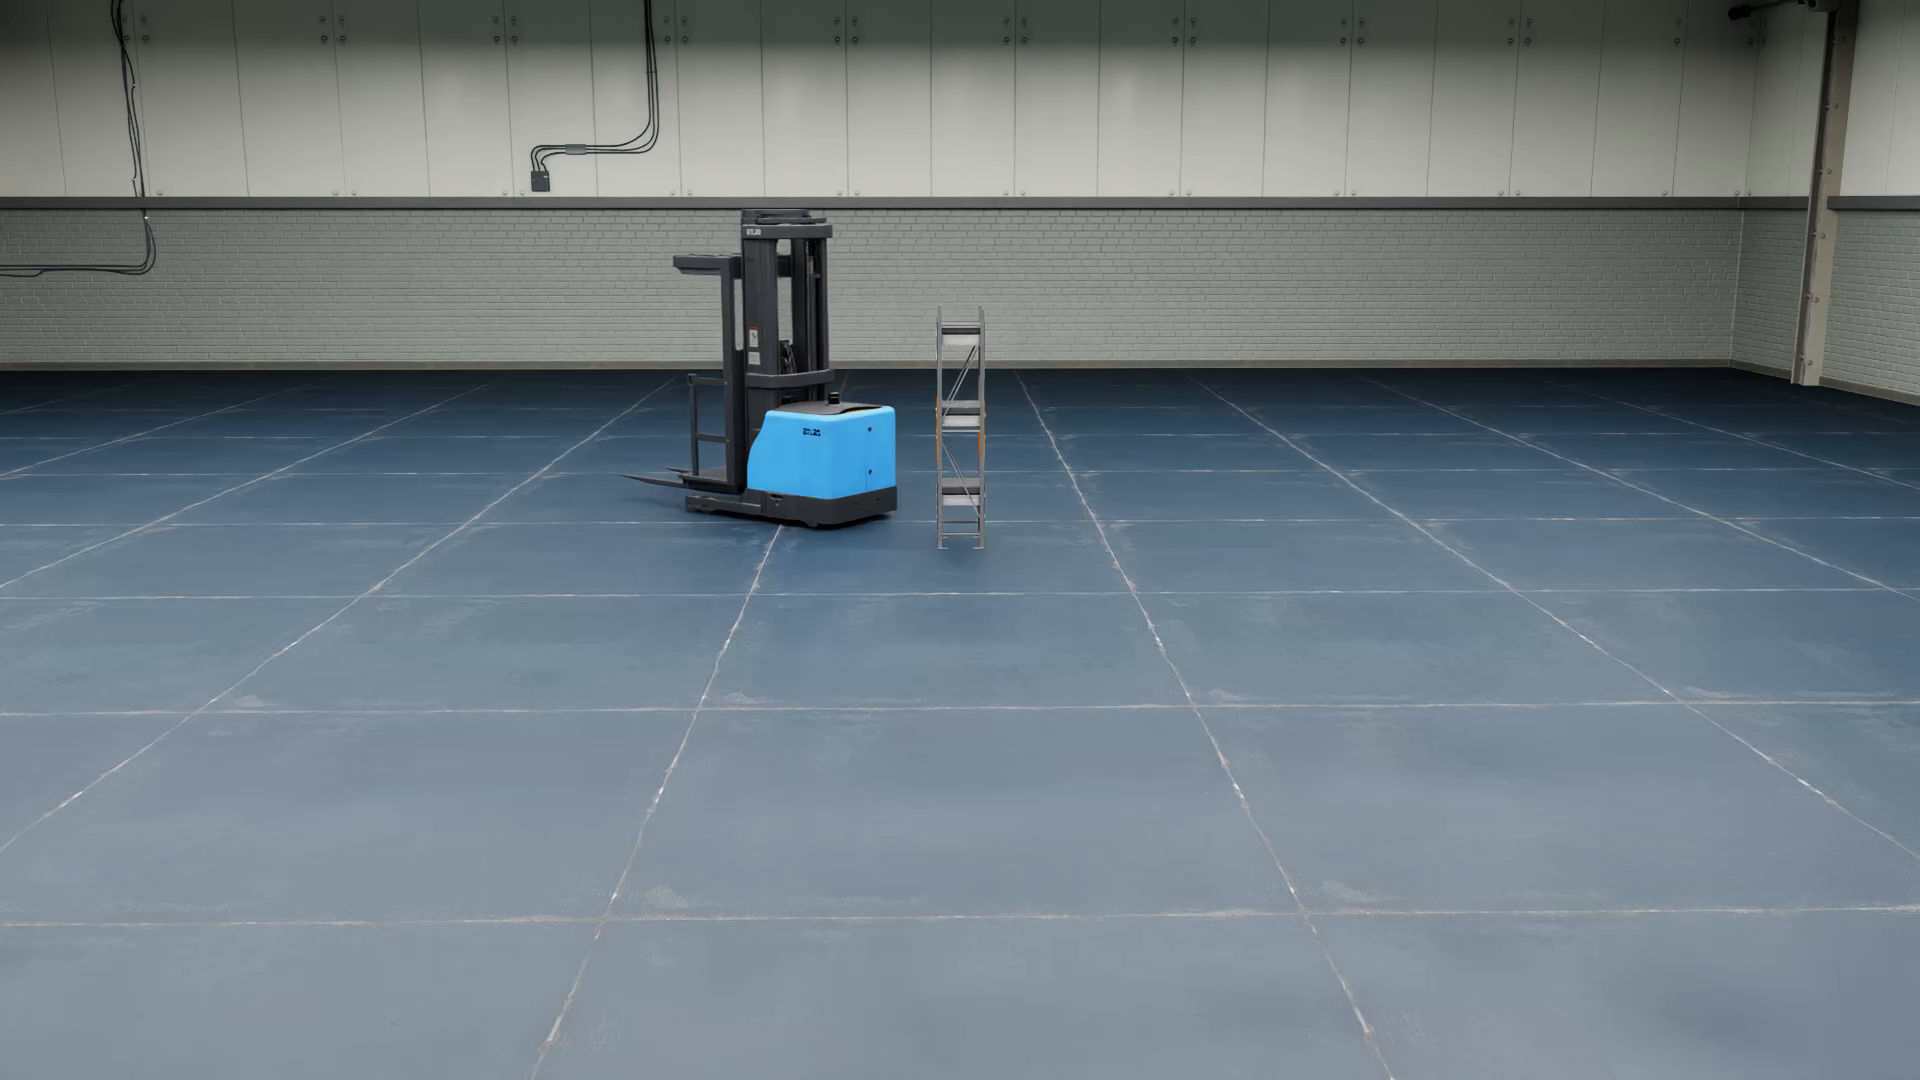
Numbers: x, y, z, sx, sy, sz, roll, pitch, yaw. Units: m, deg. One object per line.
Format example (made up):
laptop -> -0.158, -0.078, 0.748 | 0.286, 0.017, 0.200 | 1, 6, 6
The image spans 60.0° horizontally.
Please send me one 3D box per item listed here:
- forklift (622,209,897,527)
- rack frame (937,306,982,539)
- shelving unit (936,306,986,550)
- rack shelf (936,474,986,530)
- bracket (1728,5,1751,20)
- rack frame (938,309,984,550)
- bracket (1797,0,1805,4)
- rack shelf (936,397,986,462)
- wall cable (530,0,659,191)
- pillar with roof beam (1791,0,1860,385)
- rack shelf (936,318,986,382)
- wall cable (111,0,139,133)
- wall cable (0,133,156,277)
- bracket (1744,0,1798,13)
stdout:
forklift -> -2.095, -1.764, 16.380 | 3.031, 2.935, 1.130 | 8, 14, 36
rack frame -> -0.002, -1.045, 14.927 | 0.400, 2.100, 0.015 | 0, 11, -1
shelving unit -> 0.003, -0.996, 14.688 | 0.431, 2.100, 0.503 | 0, 11, -1
rack shelf -> 0.003, -0.297, 14.830 | 0.431, 0.518, 0.480 | 0, 11, -1
bracket -> 13.817, -9.349, 29.456 | 0.235, 0.232, 0.430 | 0, 11, -1
rack frame -> 0.008, -0.948, 14.449 | 0.400, 2.100, 0.015 | 0, 11, -1
bracket -> 13.866, -8.878, 27.133 | 0.235, 0.232, 0.430 | 0, 11, -1
rack shelf -> 0.003, -0.983, 14.691 | 0.431, 0.518, 0.480 | 0, 11, -1
wall cable -> -6.511, -9.197, 29.206 | 2.305, 6.003, 0.169 | 0, 11, -1
pillar with roof beam -> 9.925, -7.015, 27.005 | 9.100, 9.000, 0.548 | 0, 11, -1
rack shelf -> 0.003, -1.669, 14.552 | 0.431, 0.518, 0.480 | 0, 11, -1
wall cable -> -13.298, -8.459, 29.229 | 3.097, 2.526, 0.112 | 0, 11, -1
wall cable -> -16.003, -5.973, 29.676 | 3.097, 2.526, 0.112 | 0, 11, -1
bracket -> 13.829, -9.232, 28.877 | 0.076, 0.066, 3.189 | 0, 11, -1
